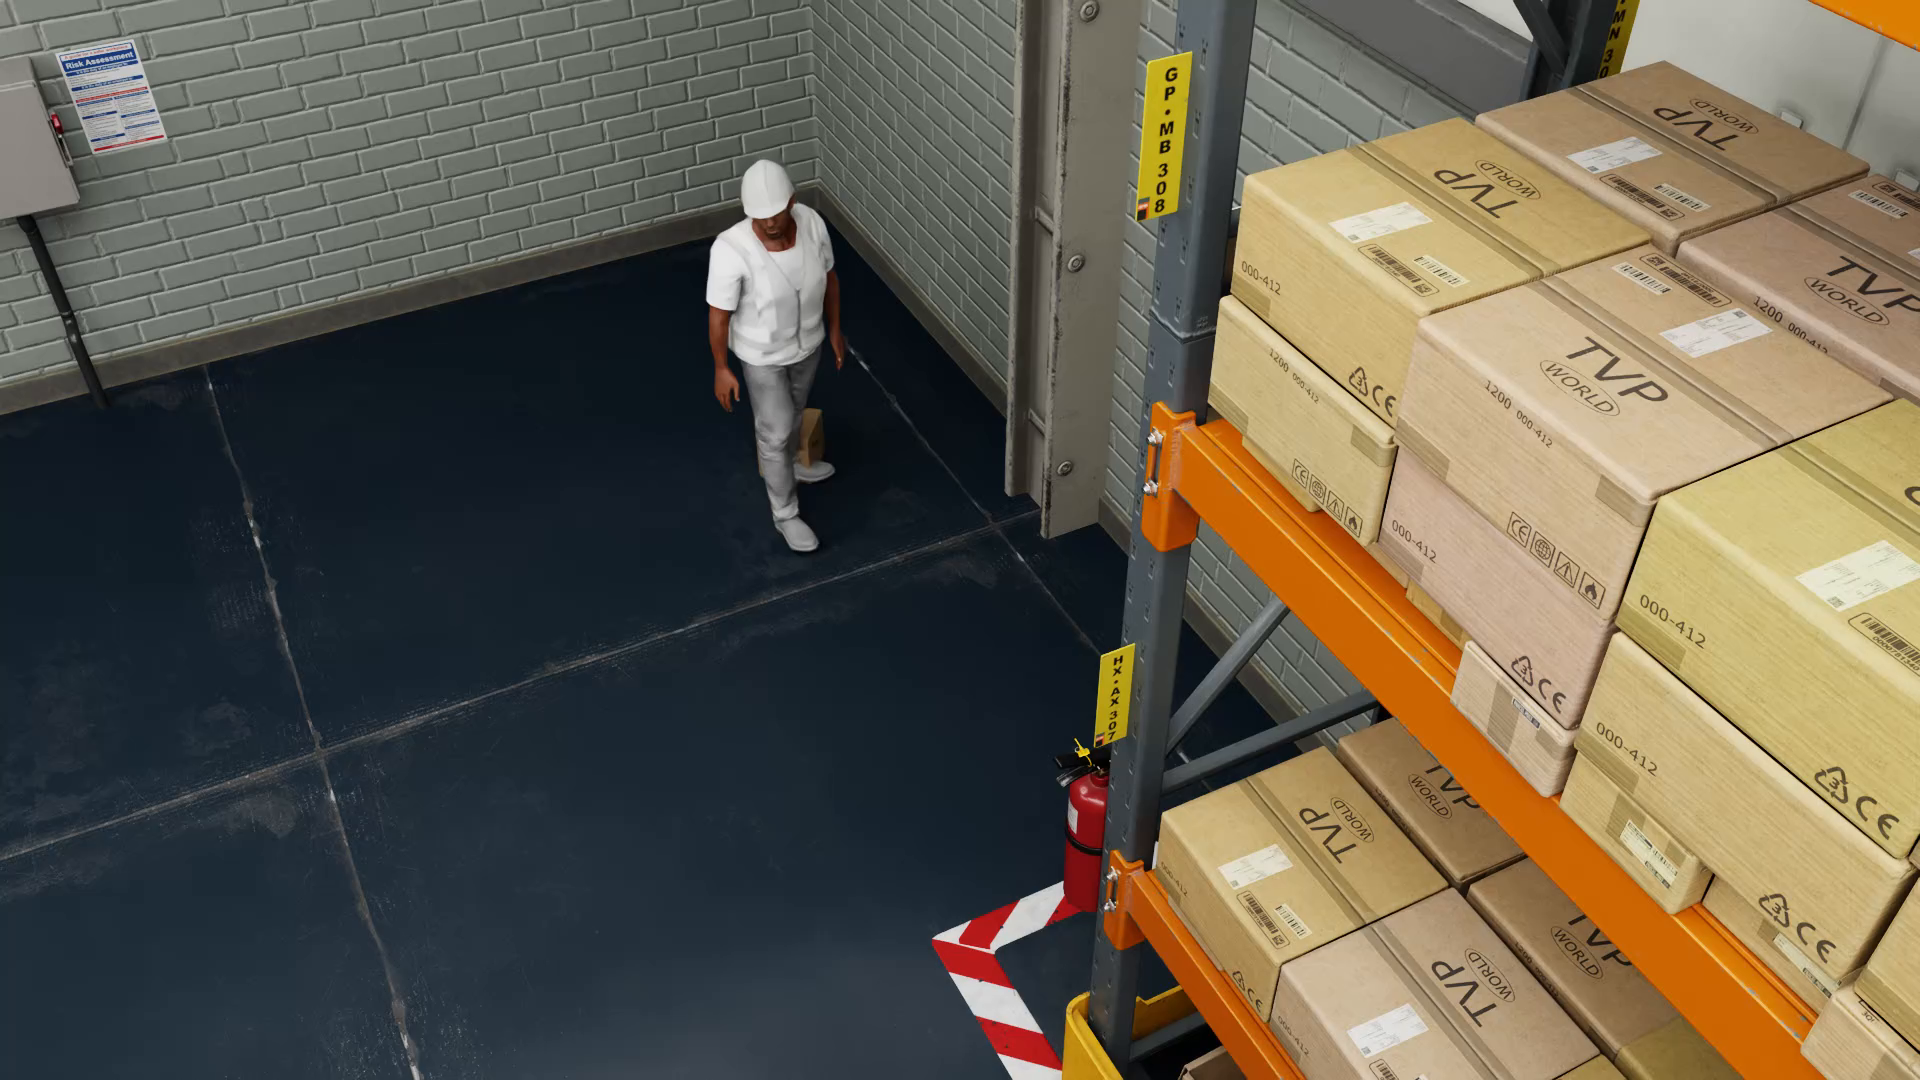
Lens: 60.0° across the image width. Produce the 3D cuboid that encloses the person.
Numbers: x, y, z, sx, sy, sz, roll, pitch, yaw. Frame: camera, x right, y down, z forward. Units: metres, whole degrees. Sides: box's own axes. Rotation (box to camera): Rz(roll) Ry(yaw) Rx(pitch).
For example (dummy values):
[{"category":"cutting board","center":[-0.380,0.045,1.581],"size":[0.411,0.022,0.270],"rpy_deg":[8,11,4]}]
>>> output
[{"category":"person","center":[-0.750,-0.796,7.032],"size":[0.636,1.766,0.609],"rpy_deg":[-33,51,-32]}]
